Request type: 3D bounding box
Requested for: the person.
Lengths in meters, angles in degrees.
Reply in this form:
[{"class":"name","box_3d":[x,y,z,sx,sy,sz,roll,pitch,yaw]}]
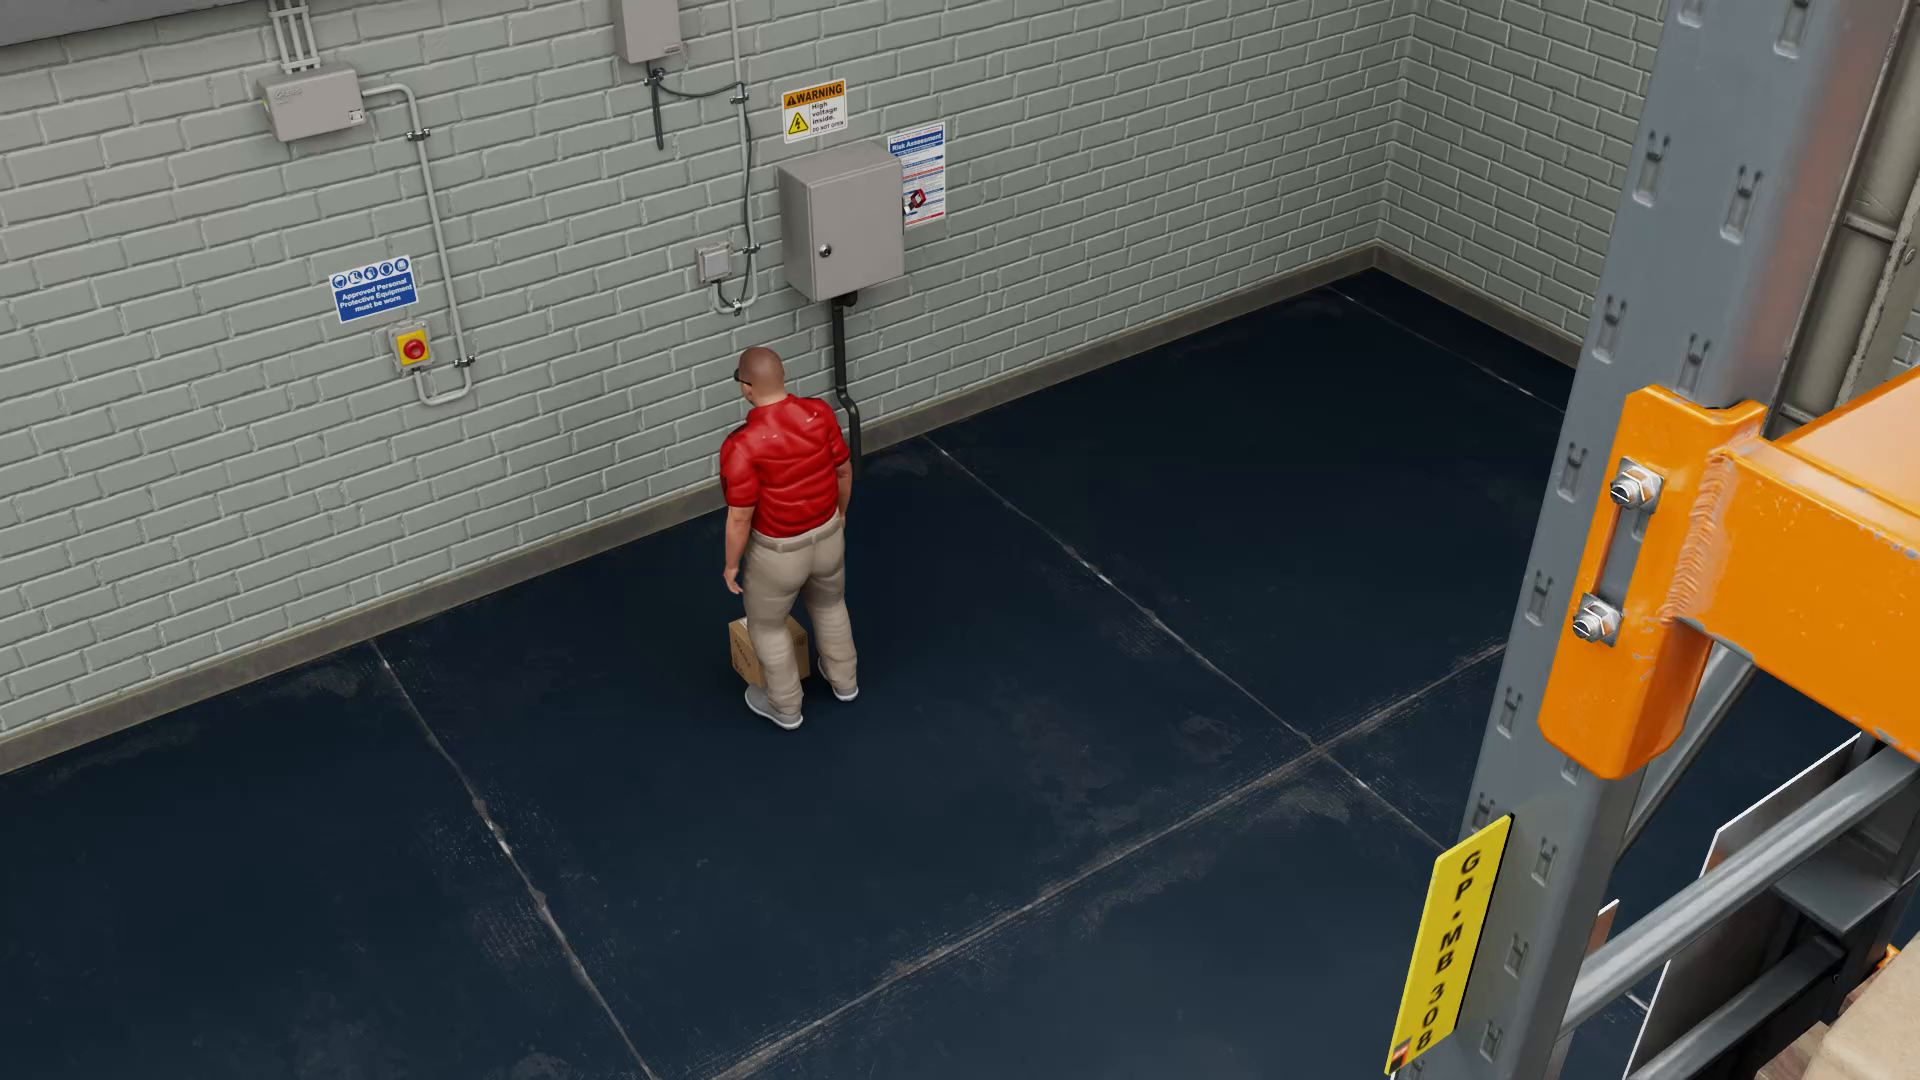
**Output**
[{"class":"person","box_3d":[-0.683,0.005,6.653,0.605,1.726,0.393,-25,43,-30]}]
